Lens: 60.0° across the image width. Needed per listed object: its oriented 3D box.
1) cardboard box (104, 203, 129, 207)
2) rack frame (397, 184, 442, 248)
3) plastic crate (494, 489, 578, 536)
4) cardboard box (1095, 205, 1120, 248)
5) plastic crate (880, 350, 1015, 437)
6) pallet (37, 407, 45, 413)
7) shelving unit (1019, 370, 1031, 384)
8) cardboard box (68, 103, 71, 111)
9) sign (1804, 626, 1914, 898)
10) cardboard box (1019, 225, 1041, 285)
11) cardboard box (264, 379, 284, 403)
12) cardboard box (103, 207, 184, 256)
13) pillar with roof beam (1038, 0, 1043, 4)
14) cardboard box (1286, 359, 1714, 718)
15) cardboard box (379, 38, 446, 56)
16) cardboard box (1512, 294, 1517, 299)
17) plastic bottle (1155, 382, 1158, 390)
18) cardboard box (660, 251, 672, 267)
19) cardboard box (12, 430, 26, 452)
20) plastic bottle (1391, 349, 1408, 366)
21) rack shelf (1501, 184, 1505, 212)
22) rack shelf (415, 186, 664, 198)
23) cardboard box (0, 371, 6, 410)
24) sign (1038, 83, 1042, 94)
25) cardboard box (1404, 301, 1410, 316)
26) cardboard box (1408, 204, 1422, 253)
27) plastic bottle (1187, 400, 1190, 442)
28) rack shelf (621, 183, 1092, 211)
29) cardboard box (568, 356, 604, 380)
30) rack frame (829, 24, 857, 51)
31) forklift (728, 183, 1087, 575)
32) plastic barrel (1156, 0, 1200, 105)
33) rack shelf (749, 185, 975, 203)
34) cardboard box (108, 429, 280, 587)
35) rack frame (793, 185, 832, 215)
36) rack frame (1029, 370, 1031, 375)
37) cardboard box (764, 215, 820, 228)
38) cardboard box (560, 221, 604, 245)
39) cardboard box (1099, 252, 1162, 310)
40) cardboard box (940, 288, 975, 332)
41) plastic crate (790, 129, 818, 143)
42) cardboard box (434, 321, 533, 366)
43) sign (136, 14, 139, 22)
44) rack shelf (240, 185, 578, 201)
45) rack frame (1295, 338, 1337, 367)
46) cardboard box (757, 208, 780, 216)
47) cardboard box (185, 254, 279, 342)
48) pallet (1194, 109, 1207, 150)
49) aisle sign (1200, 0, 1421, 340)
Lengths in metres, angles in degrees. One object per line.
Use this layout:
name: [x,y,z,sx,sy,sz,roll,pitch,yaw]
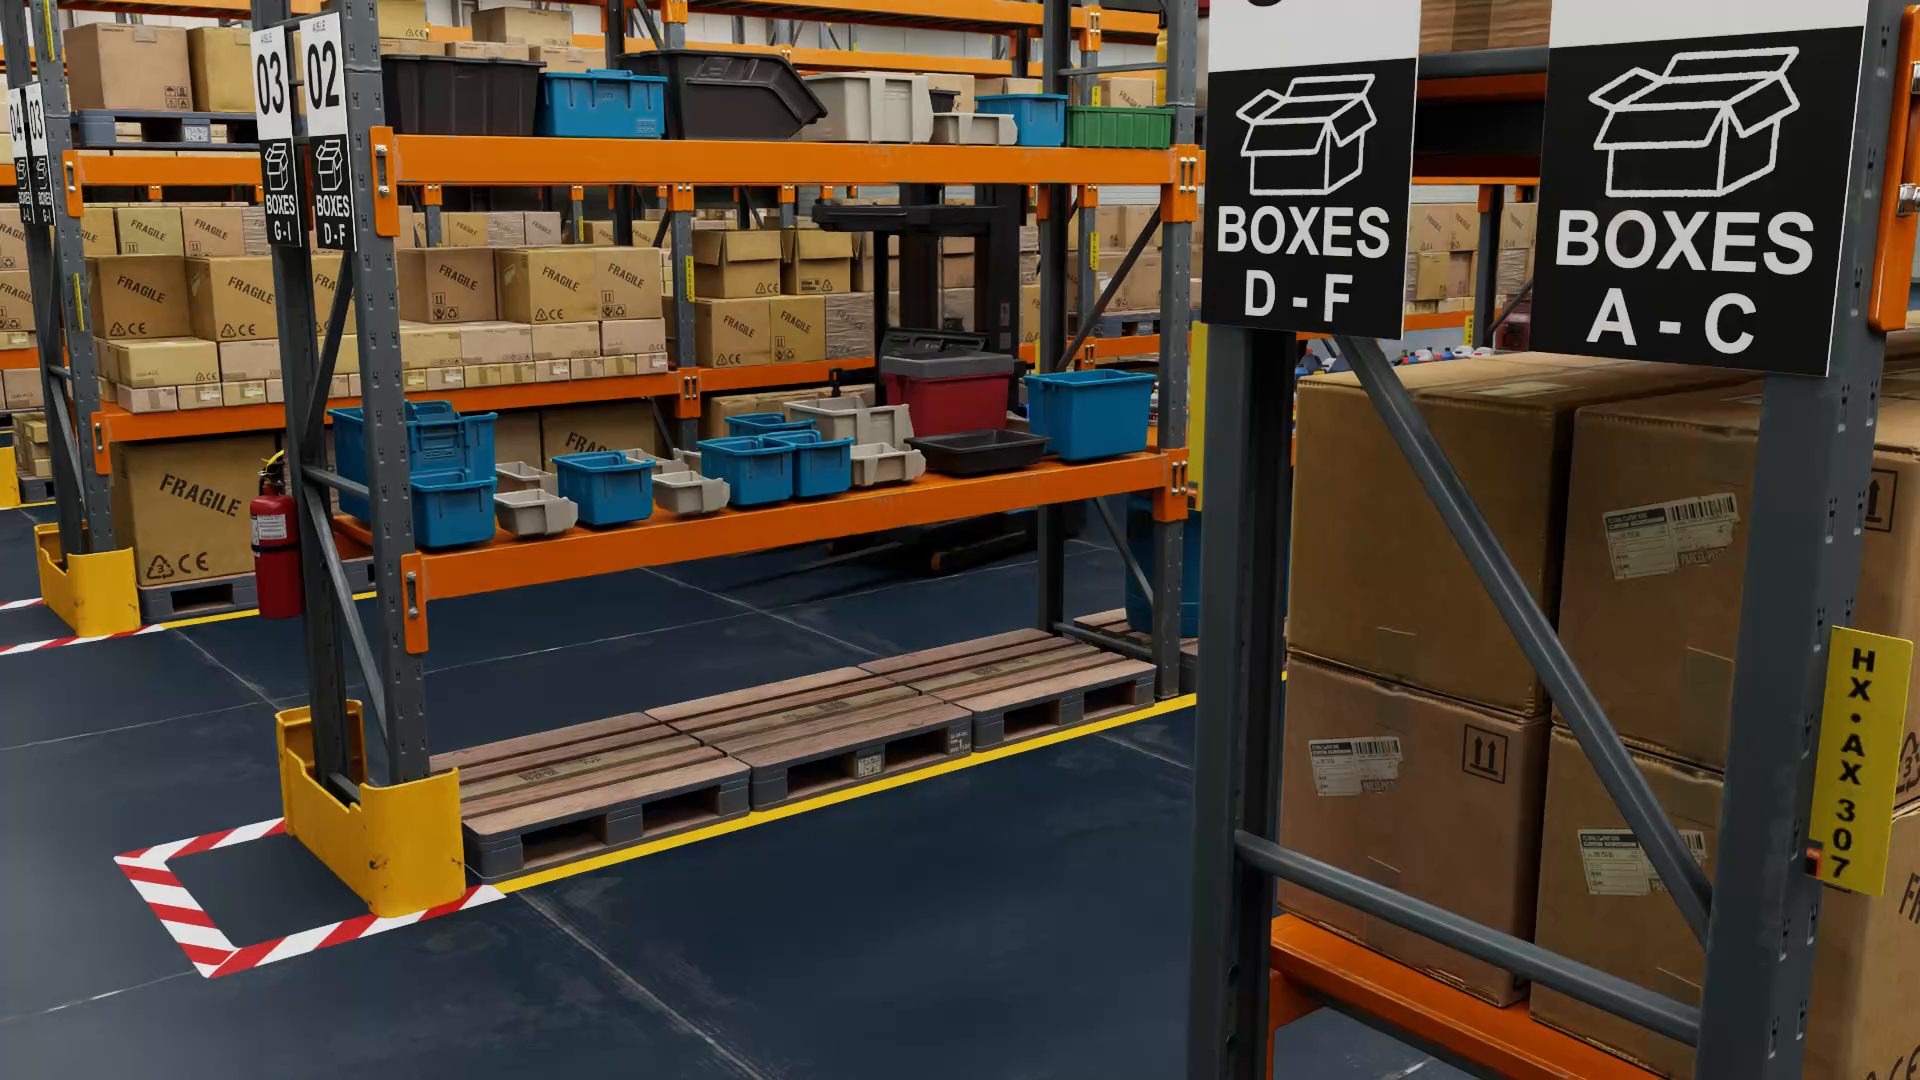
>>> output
cardboard box: [-9.573,-3.734,18.784,0.250,0.149,0.380,-10,15,-39]
rack frame: [-5.322,-2.337,16.411,0.127,3.000,1.000,-9,15,-38]
plastic crate: [-1.631,-0.104,6.386,0.298,0.136,0.250,-9,15,-38]
cardboard box: [1.591,-4.109,21.796,0.550,0.550,0.875,-9,15,-38]
plastic crate: [-0.062,-0.701,8.411,0.583,0.464,0.402,-9,15,-38]
pallet: [-10.089,-1.517,19.265,1.213,0.211,1.003,-9,15,-38]
shelving unit: [0.584,-0.739,13.220,0.258,1.200,0.189,9,15,38]
cardboard box: [-7.533,-3.539,14.008,0.500,0.250,0.500,-10,15,-38]
sign: [1.099,0.272,2.043,0.005,0.325,0.100,-9,15,-38]
cardboard box: [0.240,-2.485,14.456,0.637,0.503,0.797,-9,15,-36]
cardboard box: [-4.341,-0.970,10.582,0.250,0.149,0.380,-10,15,-39]
cardboard box: [-7.119,-2.647,14.507,0.500,0.500,0.500,-10,15,-39]
pillar with roof beam: [4.041,-8.559,31.270,0.548,9.000,9.100,-9,15,-38]
cardboard box: [0.935,-0.033,2.915,0.500,0.500,0.500,-10,15,-38]
cardboard box: [-3.796,-3.064,11.124,0.500,0.500,0.700,-9,15,-35]
cardboard box: [6.190,-2.754,18.981,0.250,0.149,0.380,-9,15,-38]
plastic bottle: [1.183,-0.806,9.501,0.135,0.276,0.152,-9,15,-38]
cardboard box: [-3.095,-2.959,17.506,0.250,0.149,0.380,-9,15,-38]
cardboard box: [-8.212,-0.889,14.729,0.250,0.149,0.380,-10,16,-39]
plastic bottle: [2.881,-1.104,10.887,0.133,0.283,0.061,-9,15,-38]
rack shelf: [5.477,-2.610,12.207,4.000,0.370,1.077,-9,15,-38]
rack shelf: [-6.912,-5.825,27.349,4.000,0.370,1.077,-9,15,-38]
cardboard box: [-11.164,-1.661,18.388,0.875,0.438,0.875,-10,16,-40]
sign: [0.449,-2.277,8.886,0.005,0.325,0.100,-9,15,-38]
cardboard box: [4.503,-2.444,17.520,0.250,0.149,0.380,-9,15,-38]
cardboard box: [4.455,-3.258,17.385,0.500,0.500,0.500,-9,15,-38]
plastic bottle: [1.301,-0.690,8.775,0.185,0.351,0.144,-9,15,-38]
rack shelf: [-0.741,-2.894,13.546,4.000,0.370,1.077,-9,15,-38]
cardboard box: [-2.737,-1.237,11.836,0.250,0.149,0.380,-10,15,-39]
rack frame: [-2.227,-8.423,30.629,0.127,3.000,1.000,-9,15,-38]
forklift: [-0.335,-1.309,11.737,1.130,2.935,3.031,9,15,38]
plastic barrel: [1.378,-2.632,9.115,0.600,0.588,0.600,0,12,0]
rack shelf: [-0.637,-4.231,19.841,4.000,0.370,1.077,-9,15,-38]
cardboard box: [-4.976,-0.262,10.746,0.875,0.875,0.875,-9,15,-38]
rack frame: [-2.247,-4.164,25.019,0.127,3.000,1.000,-9,15,-38]
rack frame: [0.642,-0.754,13.290,0.240,1.200,0.006,9,15,38]
cardboard box: [-1.842,-3.450,19.008,0.500,0.500,0.700,-10,15,-38]
cardboard box: [-5.189,-4.149,22.980,0.500,0.500,0.500,-10,16,-39]
cardboard box: [1.591,-2.458,15.729,0.500,0.500,0.700,-7,14,-29]
cardboard box: [-0.206,-1.851,13.884,0.500,0.500,0.500,-10,16,-39]
plastic crate: [-0.873,-1.843,7.501,0.530,0.136,0.437,-9,15,-38]
cardboard box: [-3.284,-1.357,11.445,0.500,0.250,0.500,-9,15,-37]
sign: [-11.273,-7.271,22.765,0.005,0.325,0.100,-9,15,-38]
rack shelf: [-6.932,-4.501,21.116,4.000,0.370,1.077,-9,15,-38]
rack frame: [3.944,-2.557,17.449,0.127,3.000,1.000,-9,15,-38]
cardboard box: [-2.835,-4.878,24.849,0.250,0.149,0.380,-10,15,-38]
cardboard box: [-4.492,-1.522,10.416,0.500,0.500,0.500,-10,16,-39]
pallet: [1.343,-2.208,9.039,1.003,0.211,1.213,-9,15,-38]
aisle sign: [0.515,-0.705,2.470,0.004,0.787,0.394,-9,15,-38]
